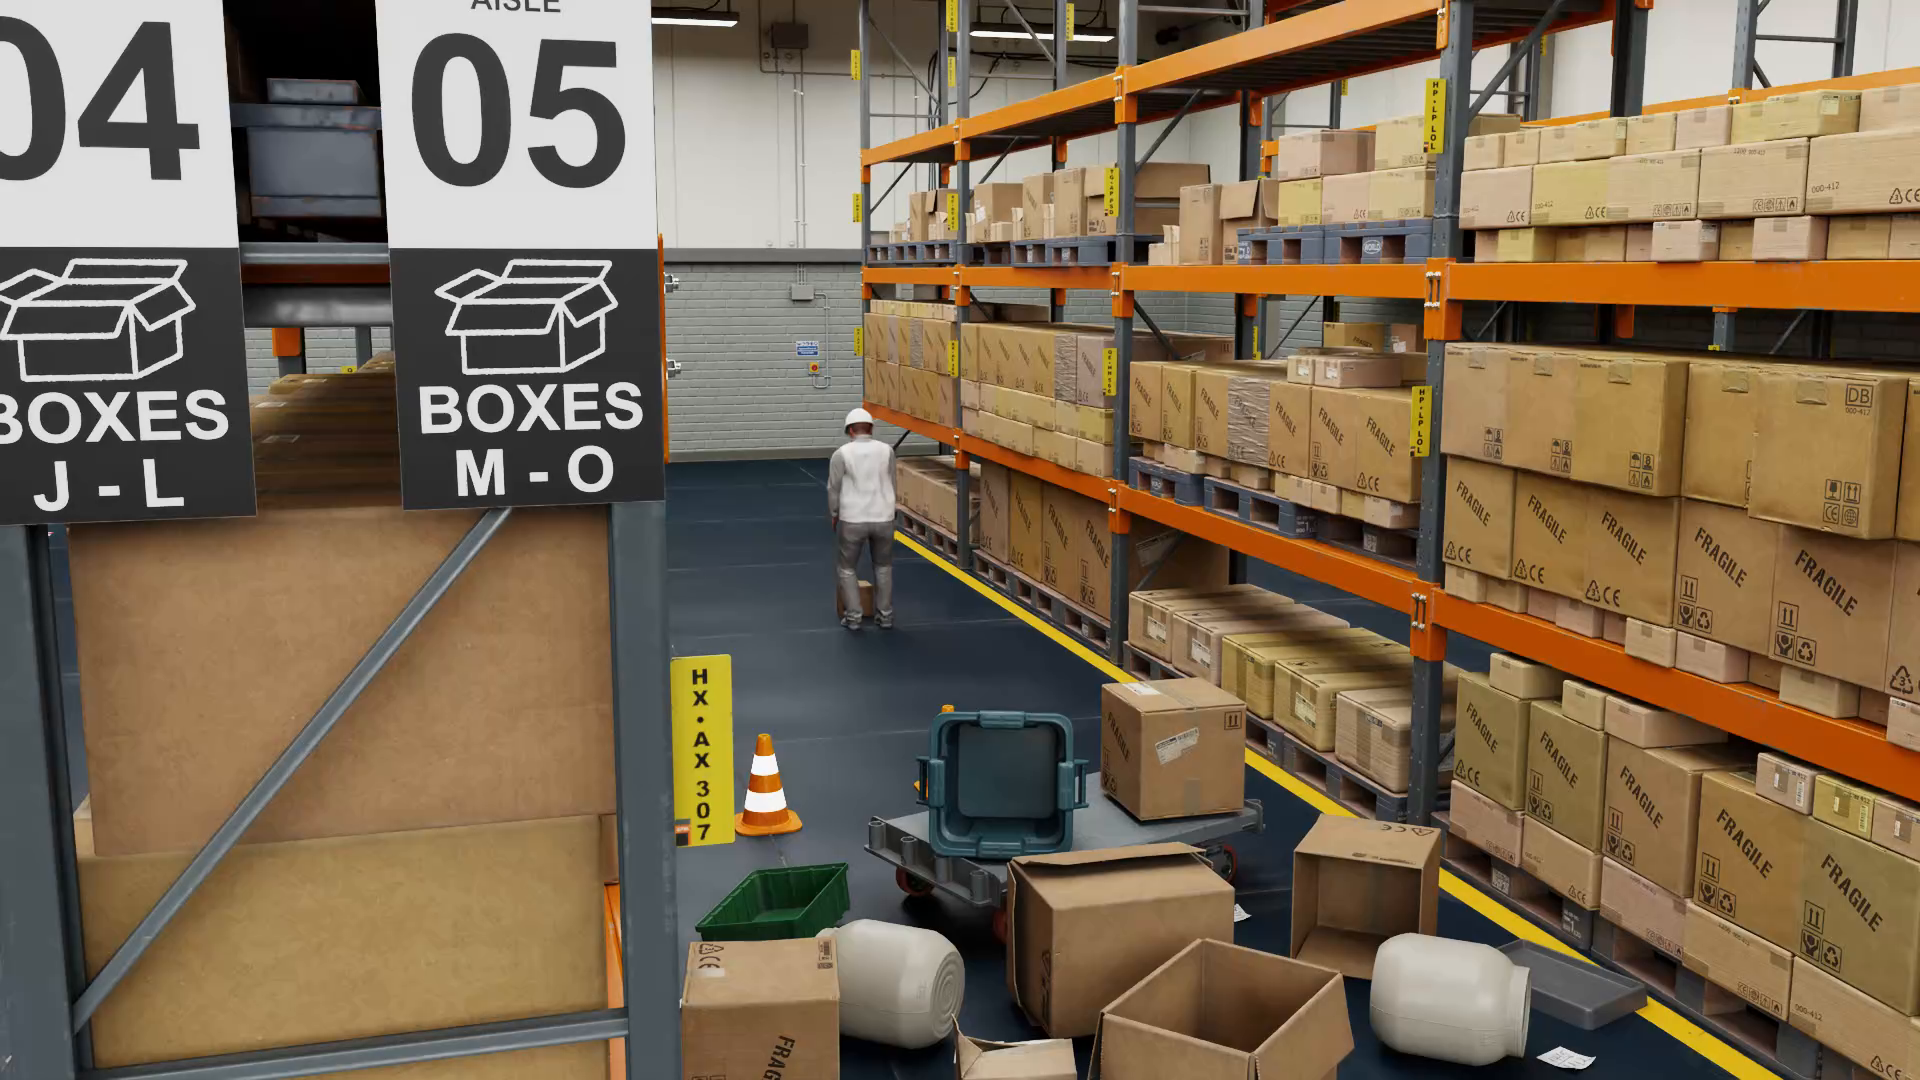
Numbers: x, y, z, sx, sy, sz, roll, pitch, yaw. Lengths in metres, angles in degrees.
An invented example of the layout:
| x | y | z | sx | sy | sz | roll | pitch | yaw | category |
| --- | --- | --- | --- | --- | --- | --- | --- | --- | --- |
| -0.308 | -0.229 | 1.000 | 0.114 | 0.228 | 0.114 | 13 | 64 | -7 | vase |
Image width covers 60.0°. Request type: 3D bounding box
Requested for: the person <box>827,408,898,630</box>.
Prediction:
| x | y | z | sx | sy | sz | roll | pitch | yaw | category |
| --- | --- | --- | --- | --- | --- | --- | --- | --- | --- |
| -0.763 | -0.165 | 13.010 | 0.560 | 1.719 | 0.476 | -2 | 9 | -15 | person |
